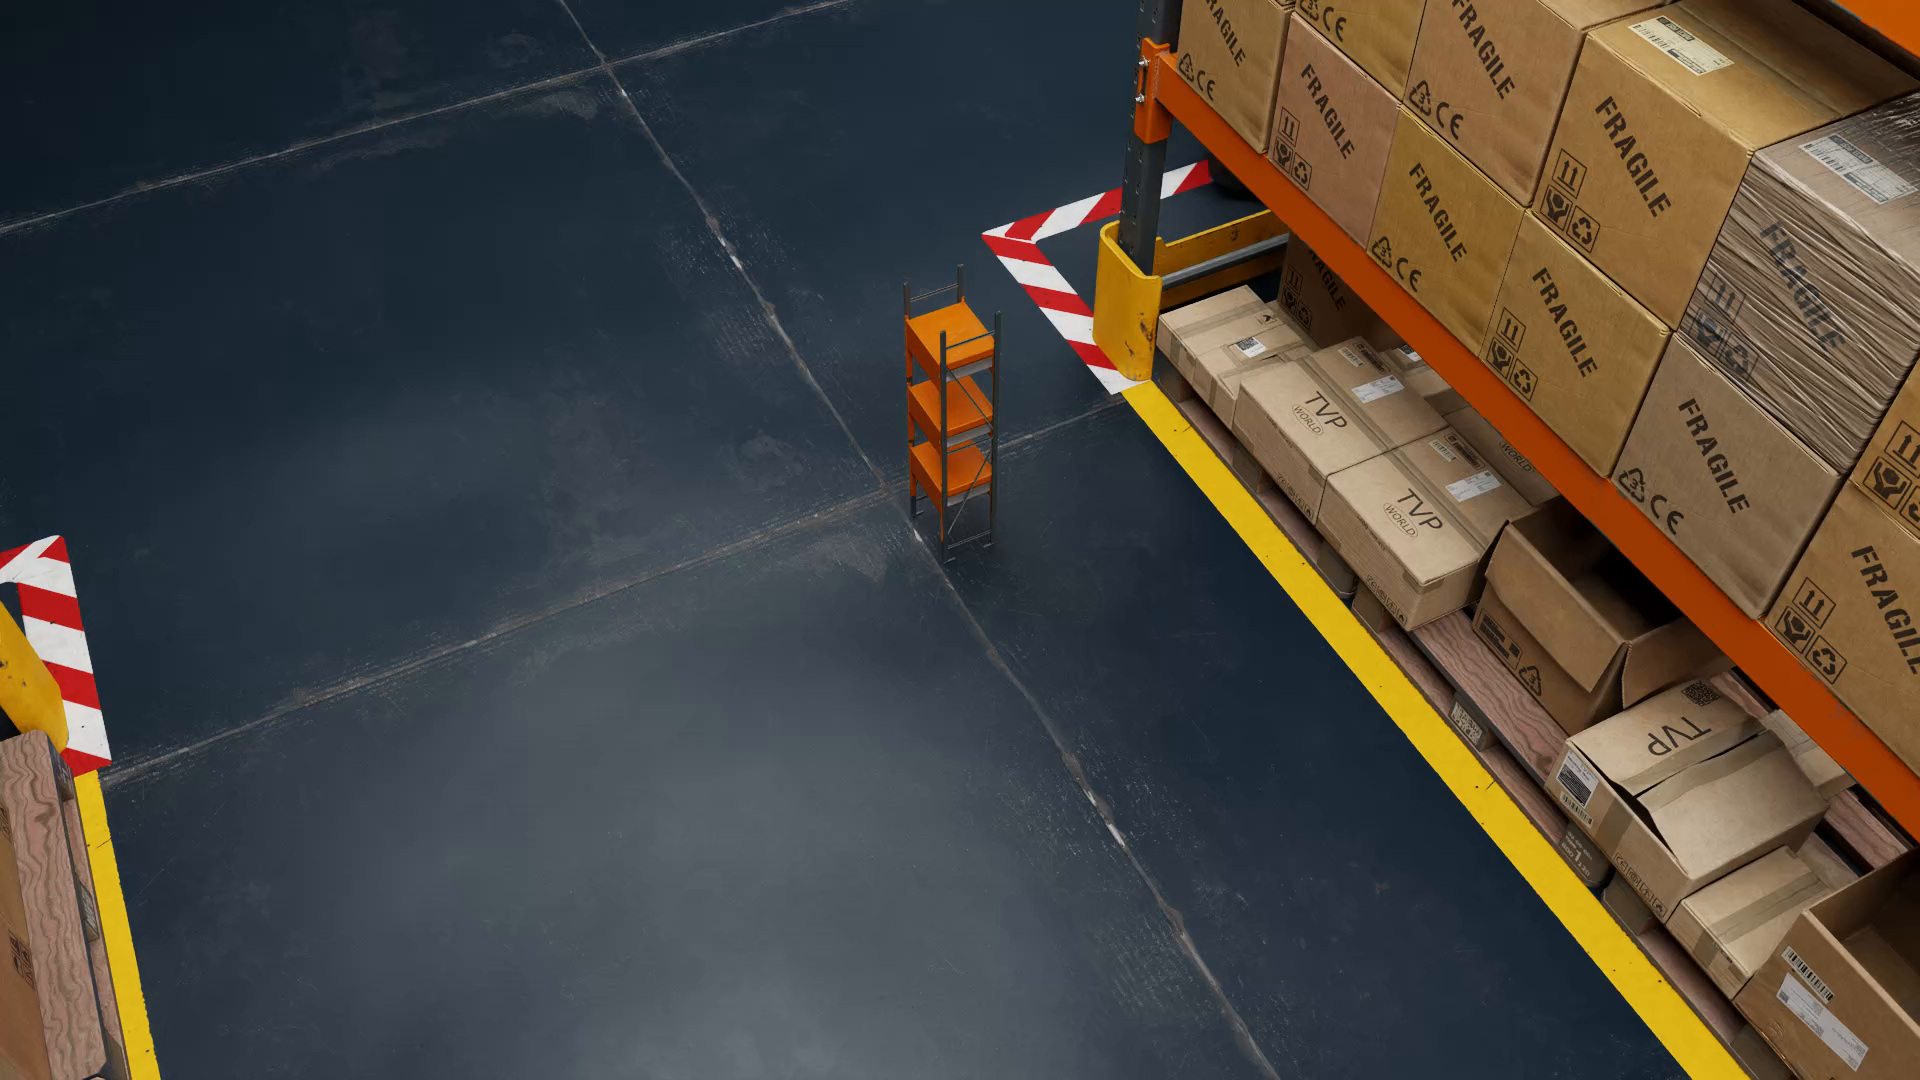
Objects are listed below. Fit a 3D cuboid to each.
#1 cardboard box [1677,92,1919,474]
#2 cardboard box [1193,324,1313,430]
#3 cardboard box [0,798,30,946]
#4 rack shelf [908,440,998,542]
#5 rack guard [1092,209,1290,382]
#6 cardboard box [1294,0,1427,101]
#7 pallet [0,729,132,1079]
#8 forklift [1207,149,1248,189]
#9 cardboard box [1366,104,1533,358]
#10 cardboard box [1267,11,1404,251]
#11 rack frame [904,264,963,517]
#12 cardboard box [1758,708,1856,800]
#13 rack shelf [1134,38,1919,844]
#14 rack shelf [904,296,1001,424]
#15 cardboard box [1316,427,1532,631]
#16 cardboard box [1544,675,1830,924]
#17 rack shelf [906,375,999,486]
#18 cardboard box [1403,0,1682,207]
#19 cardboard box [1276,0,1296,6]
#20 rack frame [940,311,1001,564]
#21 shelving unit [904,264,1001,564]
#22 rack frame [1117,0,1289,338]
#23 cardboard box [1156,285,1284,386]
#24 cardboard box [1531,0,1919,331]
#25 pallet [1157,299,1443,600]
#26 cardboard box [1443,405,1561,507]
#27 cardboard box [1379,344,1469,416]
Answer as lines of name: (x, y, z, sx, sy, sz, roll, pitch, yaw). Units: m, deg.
cardboard box: (1.953, -0.548, 3.506, 0.500, 0.500, 0.500, -21, 52, -17)
cardboard box: (1.052, -0.581, 5.855, 0.380, 0.166, 0.250, -21, 52, -18)
cardboard box: (-2.942, 0.893, 4.358, 0.700, 0.500, 0.500, -21, 52, -18)
rack shelf: (-0.024, -0.192, 5.603, 0.215, 0.259, 0.240, -21, 52, -18)
rack guard: (1.087, -1.061, 6.346, 1.175, 0.500, 0.348, -21, 52, -18)
cardboard box: (1.267, -1.562, 4.392, 0.500, 0.500, 0.500, -21, 52, -17)
pallet: (-2.915, 1.200, 4.560, 1.003, 0.211, 1.213, -21, 52, -18)
forklift: (2.580, -2.737, 6.197, 3.031, 2.935, 1.130, 2, 49, 1)
cardboard box: (1.488, -0.899, 4.477, 0.500, 0.500, 0.500, -21, 52, -18)
cardboard box: (1.261, -1.236, 4.772, 0.500, 0.500, 0.500, -22, 52, -18)
rack frame: (-0.080, -0.463, 5.458, 0.200, 1.050, 0.008, -21, 52, -18)
cardboard box: (2.478, 0.600, 4.823, 0.380, 0.166, 0.250, -21, 52, -18)
rack shelf: (1.967, -0.359, 4.549, 1.077, 0.370, 4.000, -21, 52, -18)
rack shelf: (-0.024, -0.561, 5.181, 0.215, 0.259, 0.240, -21, 52, -18)
cardboard box: (1.506, -0.043, 5.329, 0.500, 0.250, 0.500, -21, 52, -18)
cardboard box: (2.026, 0.697, 4.641, 0.500, 0.311, 0.500, -21, 52, -18)
rack shelf: (-0.024, -0.374, 5.394, 0.215, 0.259, 0.240, -21, 52, -18)
cardboard box: (1.491, -1.225, 4.098, 0.500, 0.500, 0.500, -21, 52, -17)
cardboard box: (1.021, -1.909, 4.696, 0.500, 0.500, 0.500, -20, 52, -16)
rack frame: (0.031, -0.300, 5.315, 0.200, 1.050, 0.008, -21, 52, -18)
shelving unit: (-0.024, -0.381, 5.386, 0.215, 1.050, 0.252, -21, 52, -18)
rack frame: (1.052, -1.935, 5.449, 1.000, 3.000, 0.127, -21, 52, -18)
cardboard box: (0.938, -0.742, 6.008, 0.380, 0.149, 0.250, -21, 52, -18)
cardboard box: (1.724, -0.885, 3.801, 0.500, 0.500, 0.500, -22, 52, -18)
pallet: (1.452, -0.432, 5.988, 1.003, 0.211, 1.213, -21, 52, -18)
cardboard box: (1.928, -0.249, 5.509, 0.500, 0.250, 0.500, -21, 52, -18)
cardboard box: (1.625, -0.565, 5.842, 0.380, 0.166, 0.250, -21, 52, -18)
